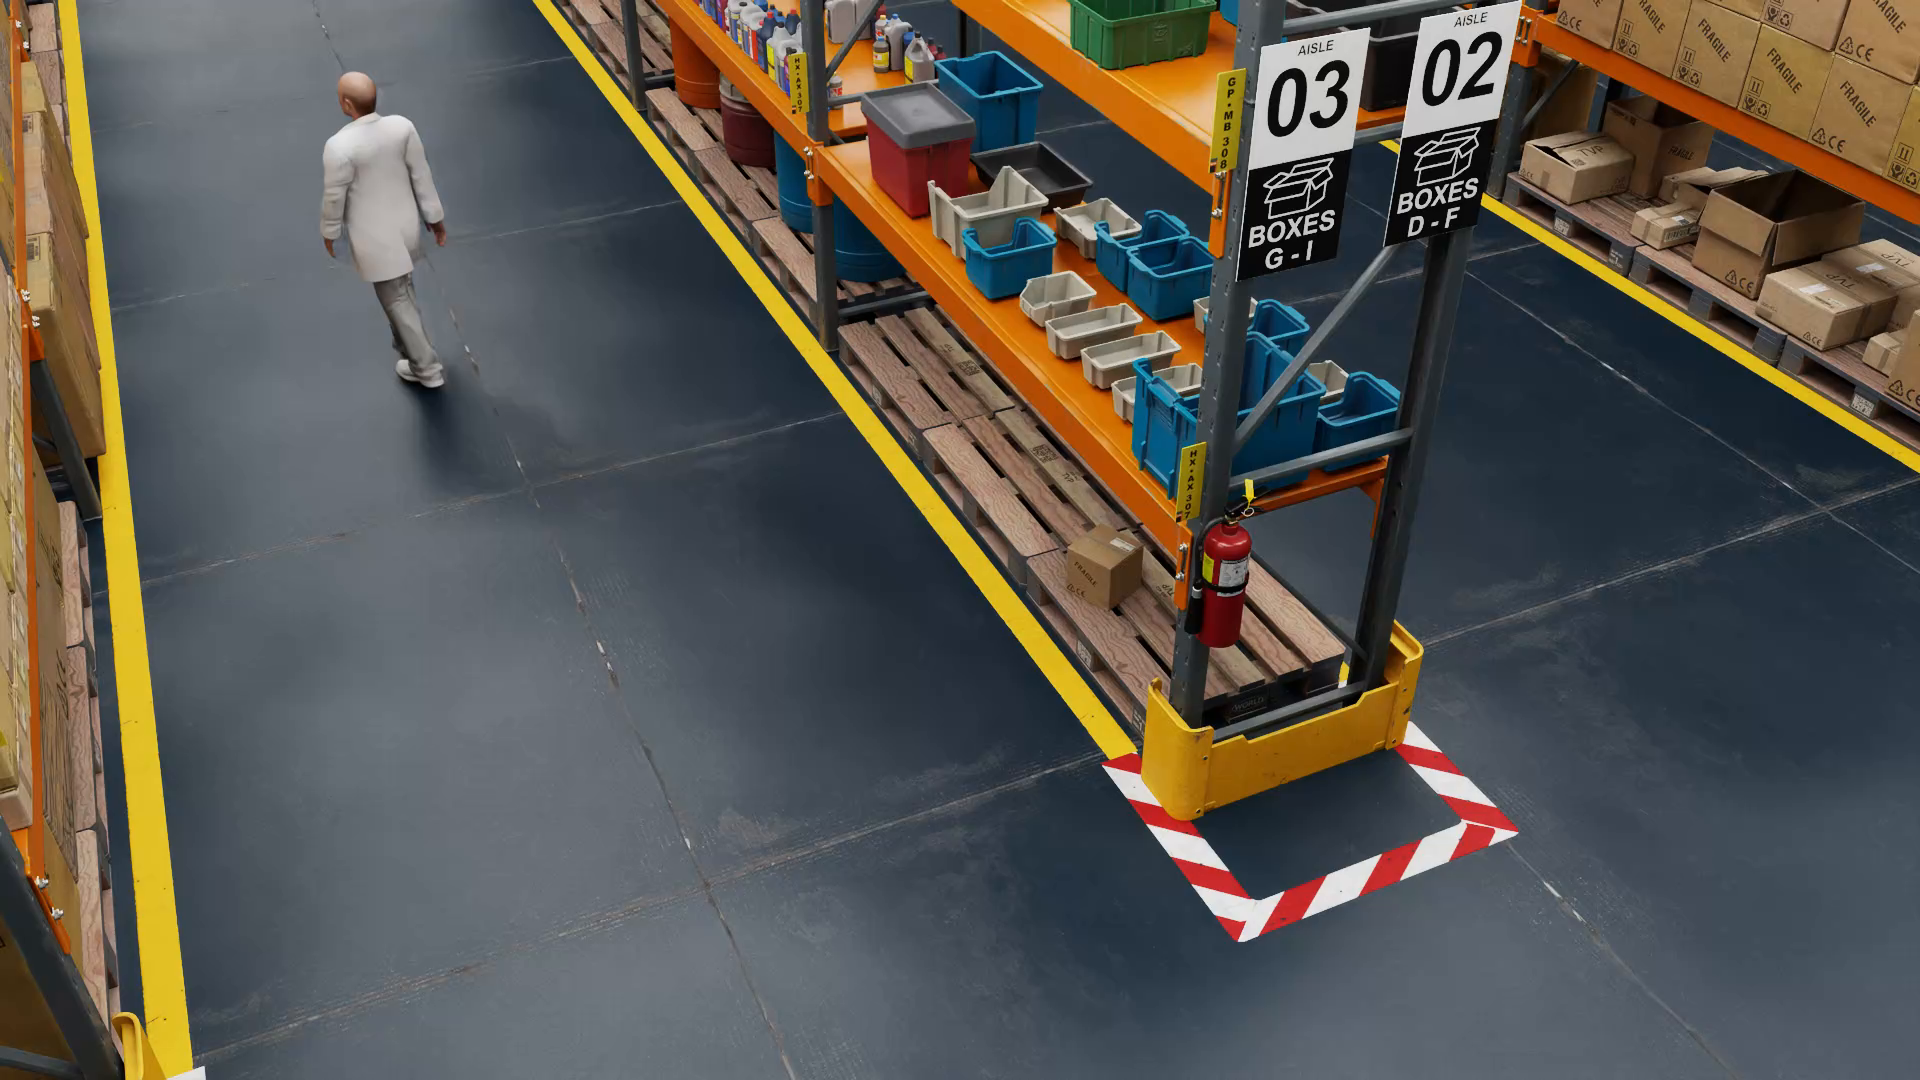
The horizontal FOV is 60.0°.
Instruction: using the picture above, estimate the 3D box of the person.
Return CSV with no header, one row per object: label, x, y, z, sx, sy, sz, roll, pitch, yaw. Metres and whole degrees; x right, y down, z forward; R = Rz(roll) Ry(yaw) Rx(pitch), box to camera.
person,-3.185,-1.690,9.159,0.719,1.844,0.609,24,43,28
